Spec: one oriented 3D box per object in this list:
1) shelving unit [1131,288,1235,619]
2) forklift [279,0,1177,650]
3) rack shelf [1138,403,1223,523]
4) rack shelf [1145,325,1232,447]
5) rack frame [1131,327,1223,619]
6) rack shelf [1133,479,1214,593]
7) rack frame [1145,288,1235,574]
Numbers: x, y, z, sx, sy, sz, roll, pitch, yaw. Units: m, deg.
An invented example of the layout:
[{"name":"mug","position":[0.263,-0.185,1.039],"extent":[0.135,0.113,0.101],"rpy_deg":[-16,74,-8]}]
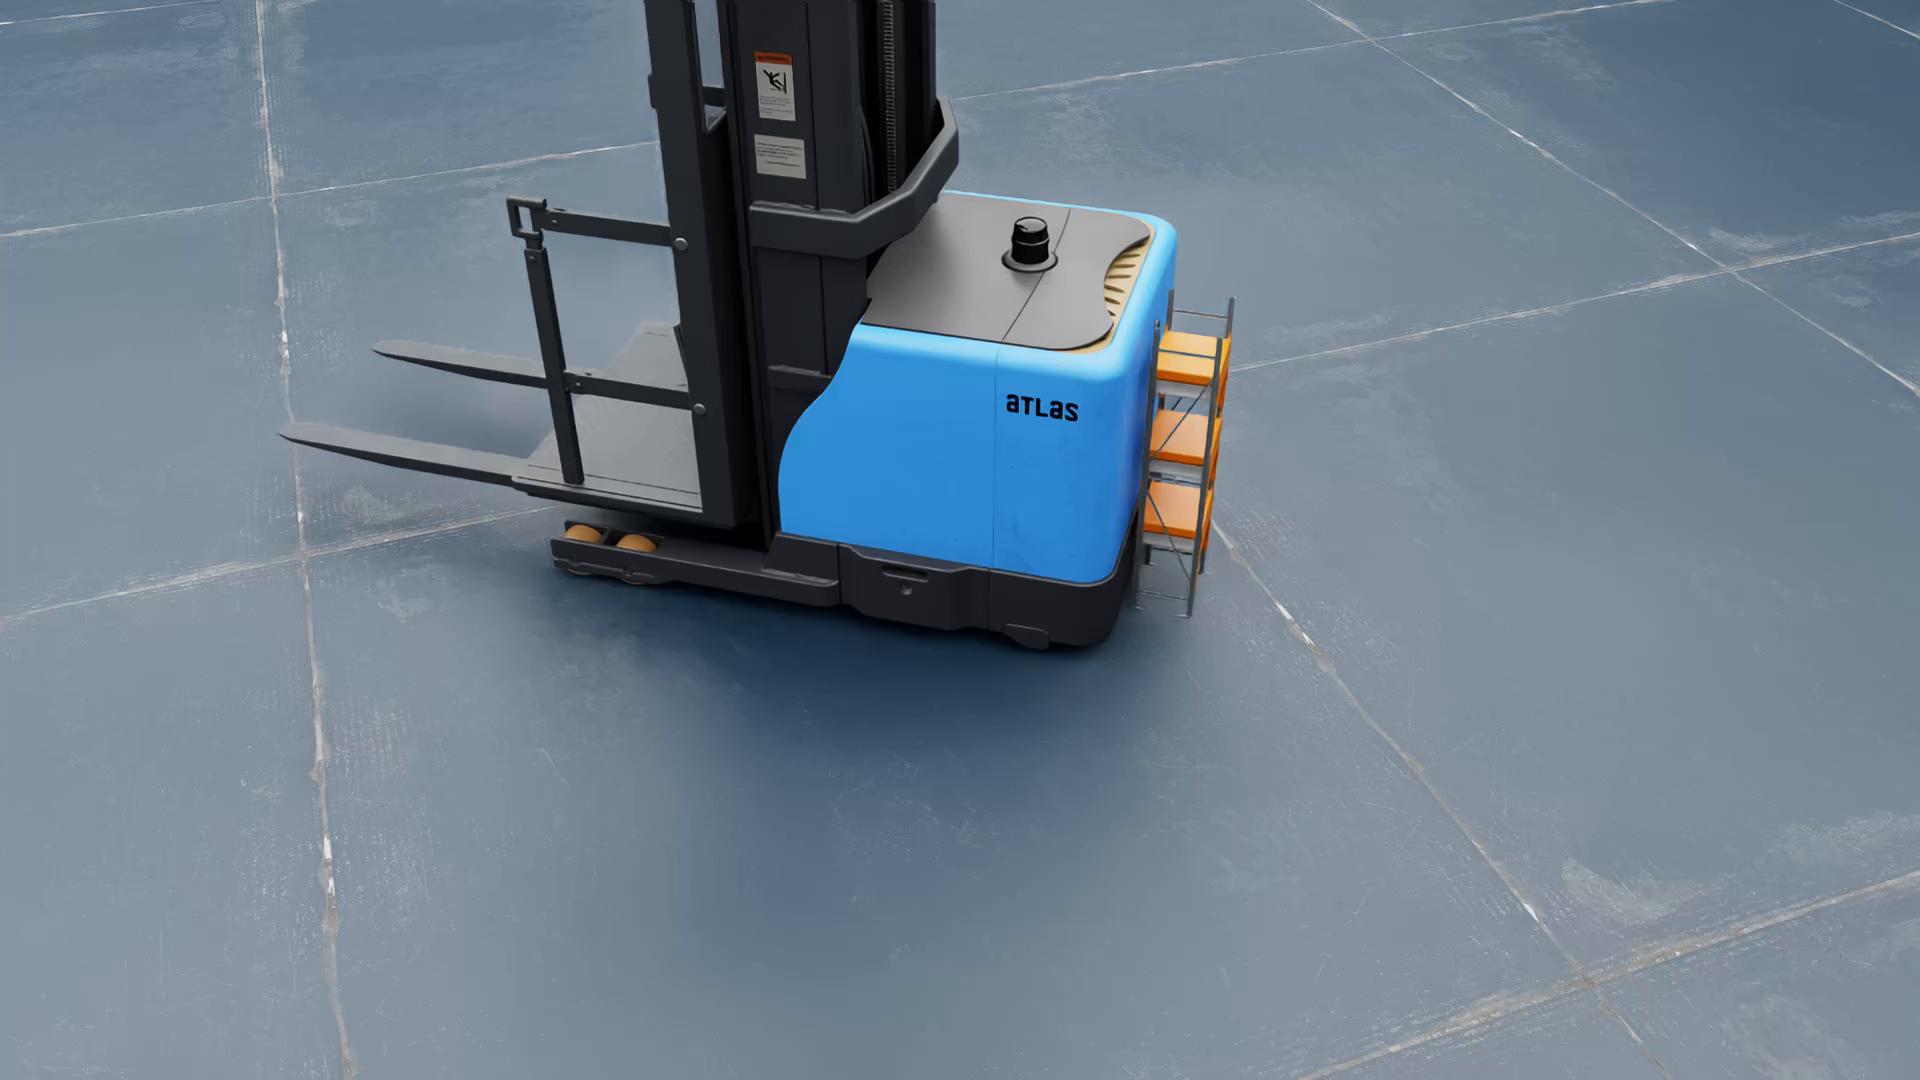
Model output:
[{"name":"shelving unit","position":[0.692,-0.251,5.210],"extent":[0.215,1.050,0.252],"rpy_deg":[10,38,12]},{"name":"forklift","position":[-0.864,-1.316,5.061],"extent":[3.031,2.935,1.130],"rpy_deg":[10,38,12]},{"name":"rack shelf","position":[0.692,-0.242,5.216],"extent":[0.215,0.259,0.240],"rpy_deg":[10,38,12]},{"name":"rack shelf","position":[0.693,-0.469,5.045],"extent":[0.215,0.259,0.240],"rpy_deg":[10,38,12]},{"name":"rack frame","position":[0.659,-0.180,5.116],"extent":[0.200,1.050,0.008],"rpy_deg":[10,38,12]},{"name":"rack shelf","position":[0.691,-0.020,5.383],"extent":[0.215,0.259,0.240],"rpy_deg":[10,38,12]},{"name":"rack frame","position":[0.725,-0.321,5.303],"extent":[0.200,1.050,0.008],"rpy_deg":[10,38,12]}]
